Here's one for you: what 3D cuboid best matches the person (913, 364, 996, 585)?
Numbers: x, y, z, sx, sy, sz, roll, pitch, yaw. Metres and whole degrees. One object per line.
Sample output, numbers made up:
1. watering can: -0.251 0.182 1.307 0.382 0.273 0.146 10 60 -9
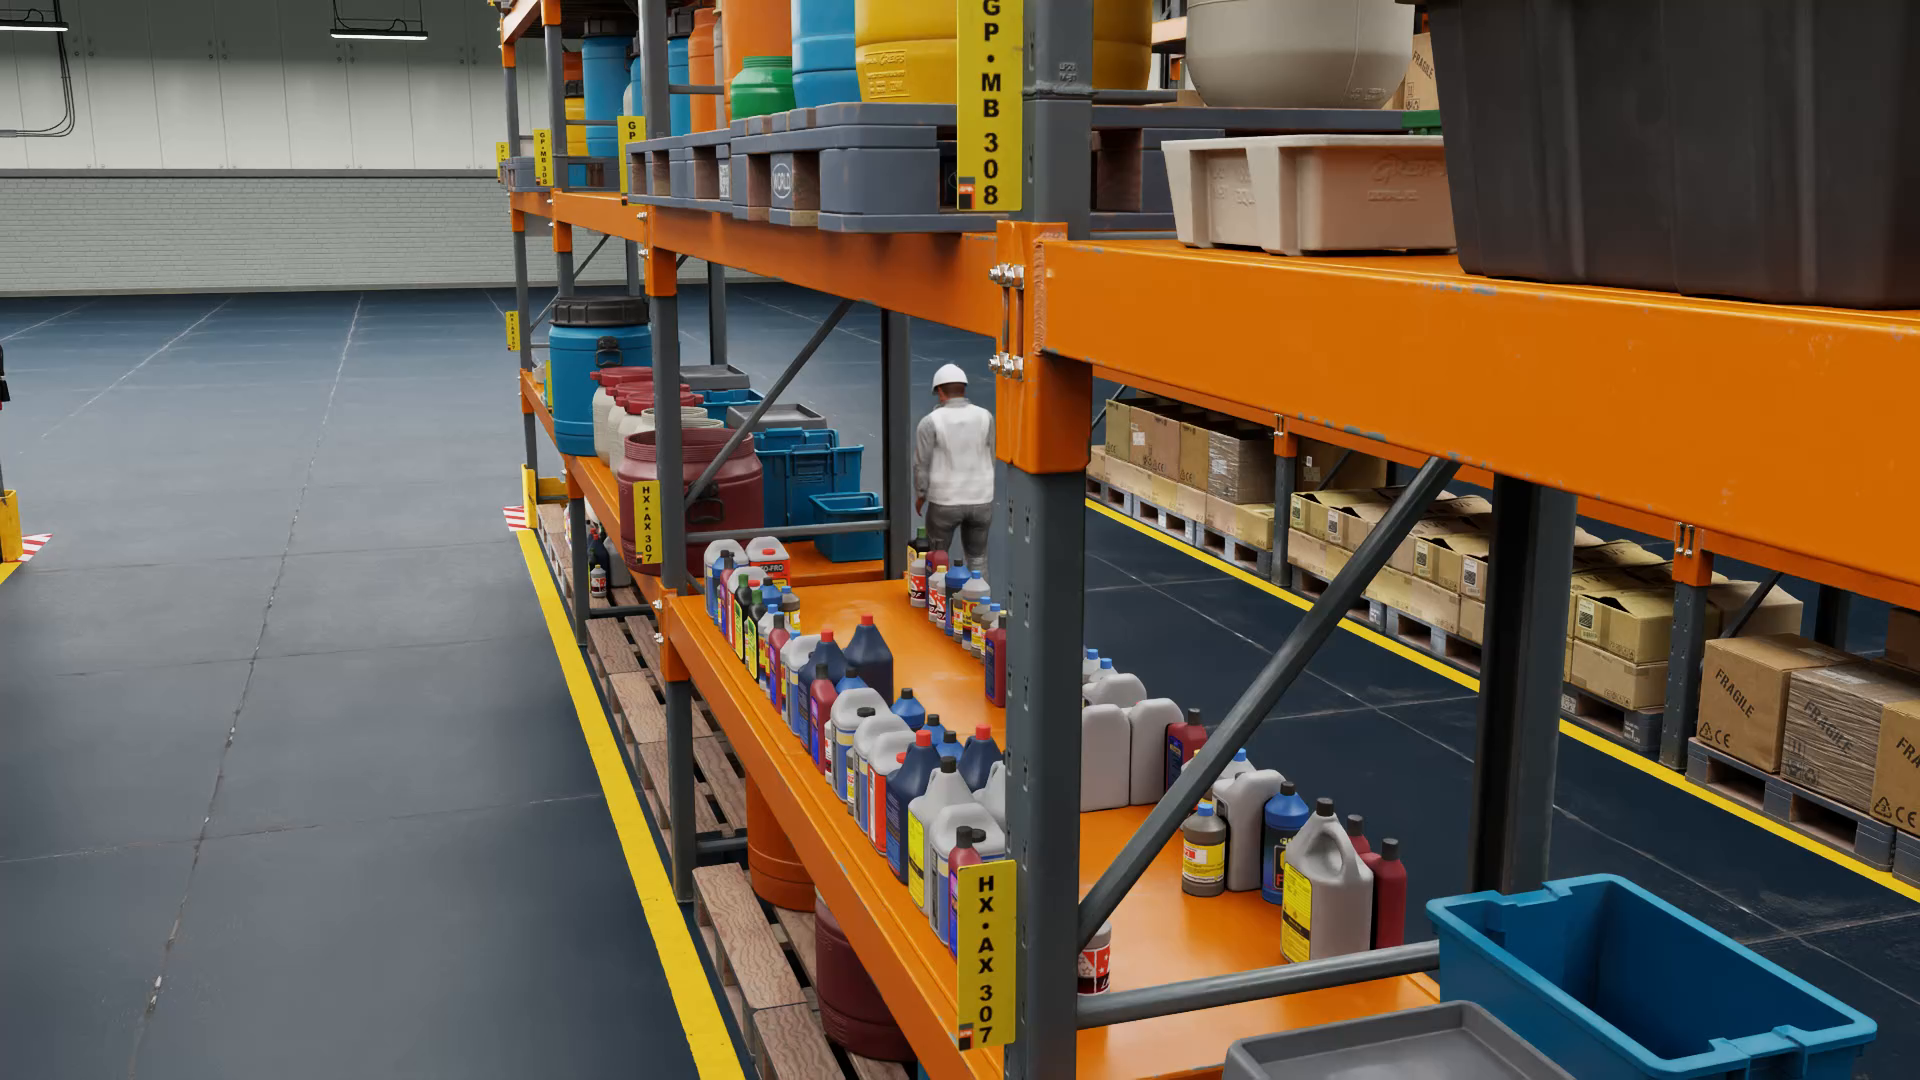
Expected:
1. person: -0.039 -0.259 10.723 0.556 1.729 0.457 -4 13 -17
